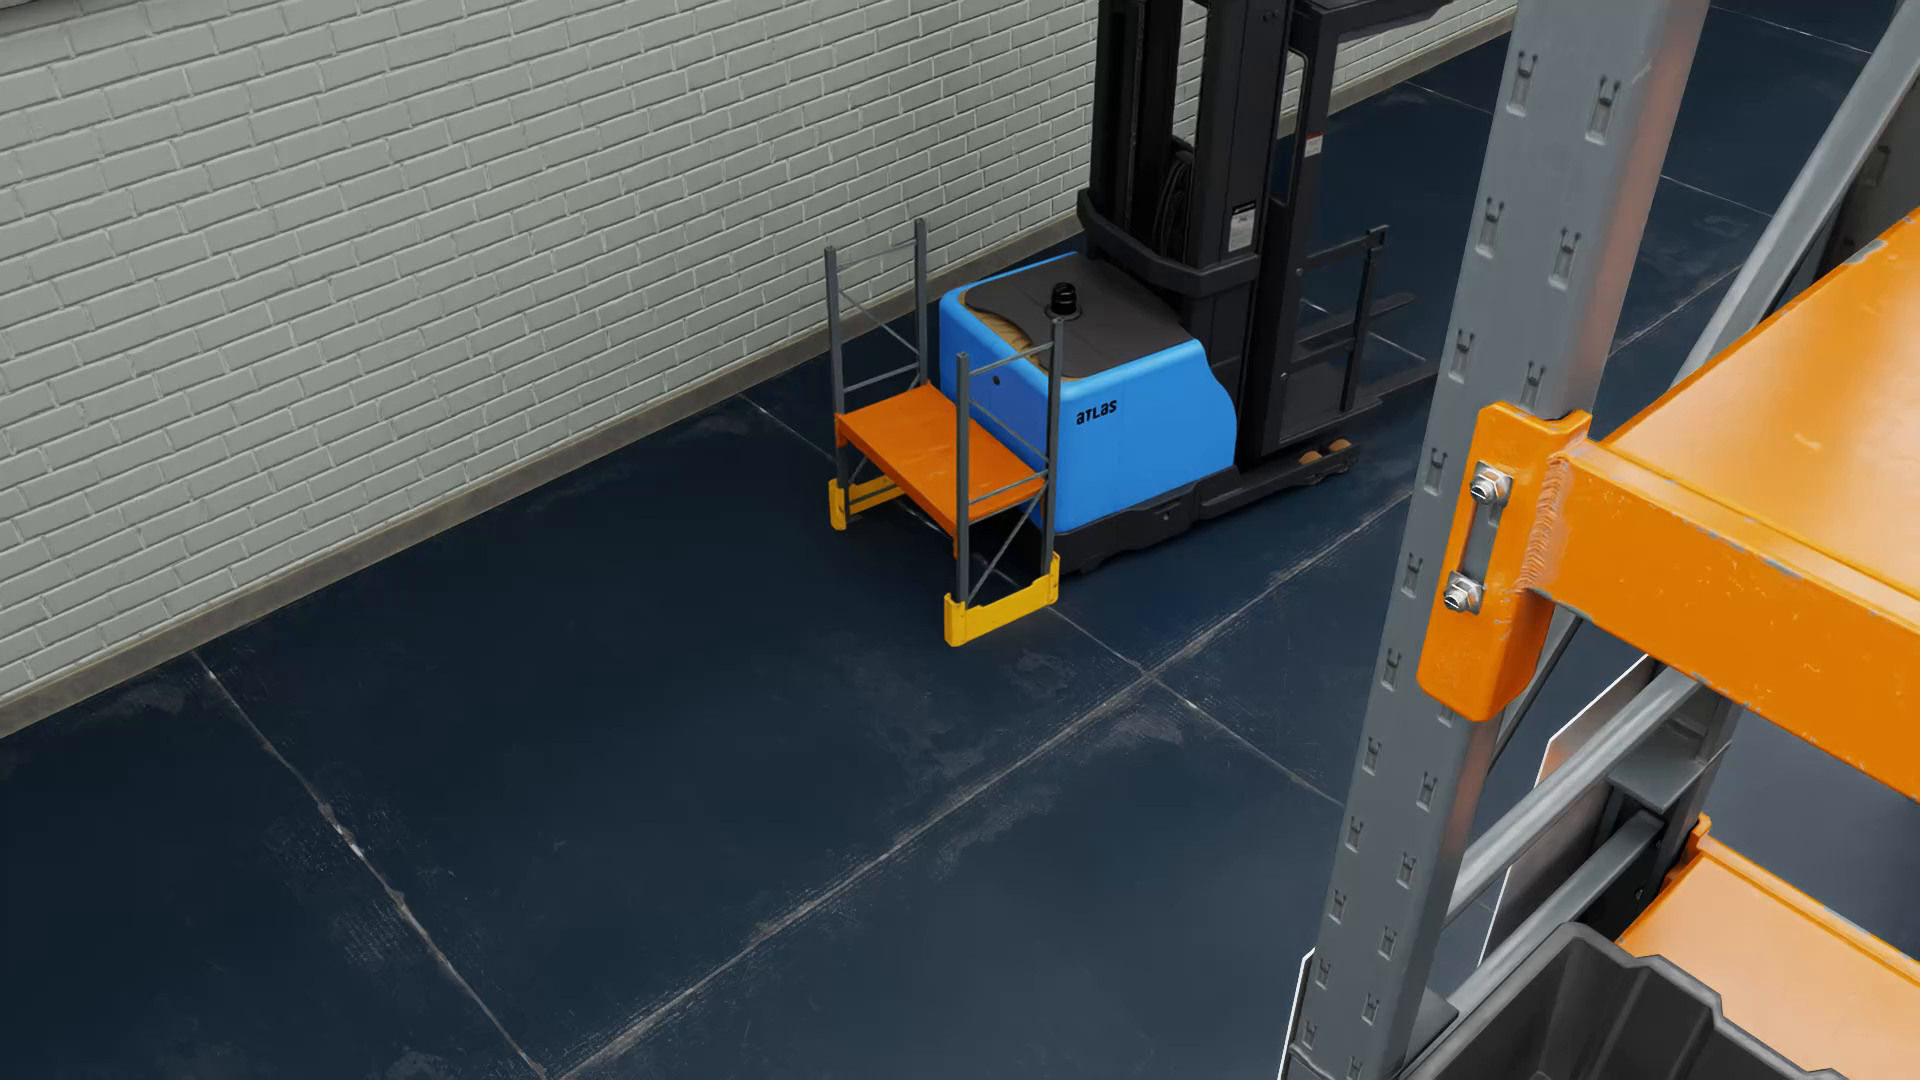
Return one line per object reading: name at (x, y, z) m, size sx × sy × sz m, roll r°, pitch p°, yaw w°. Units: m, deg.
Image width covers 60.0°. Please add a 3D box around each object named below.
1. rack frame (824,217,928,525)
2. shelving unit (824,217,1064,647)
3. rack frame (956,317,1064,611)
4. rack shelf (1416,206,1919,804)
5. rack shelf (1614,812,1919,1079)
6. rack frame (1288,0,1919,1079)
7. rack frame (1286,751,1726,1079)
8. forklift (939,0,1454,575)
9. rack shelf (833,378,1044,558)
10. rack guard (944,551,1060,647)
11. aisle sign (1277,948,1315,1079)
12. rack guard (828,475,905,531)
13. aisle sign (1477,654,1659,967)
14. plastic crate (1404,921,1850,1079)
rack frame at (-0.367, -0.747, 7.689) m, size 0.500 × 1.500 × 0.032 m, roll -23°, pitch 44°, yaw -26°
shelving unit at (-0.089, -0.487, 7.367) m, size 0.587 × 1.500 × 1.083 m, roll -23°, pitch 44°, yaw -26°
rack frame at (0.200, -0.217, 7.033) m, size 0.500 × 1.500 × 0.032 m, roll -23°, pitch 44°, yaw -26°
rack shelf at (2.218, 0.721, 0.794) m, size 1.077 × 0.370 × 4.000 m, roll -30°, pitch 48°, yaw -32°
rack shelf at (2.218, 1.732, 1.611) m, size 1.077 × 0.370 × 4.000 m, roll -30°, pitch 48°, yaw -32°
rack frame at (0.866, -0.640, 1.589) m, size 1.000 × 3.000 × 0.127 m, roll -30°, pitch 48°, yaw -32°
rack frame at (0.866, 1.694, 3.474) m, size 1.000 × 3.000 × 0.127 m, roll -30°, pitch 48°, yaw -32°
forklift at (1.412, -1.676, 7.701) m, size 3.031 × 2.935 × 1.130 m, roll -21°, pitch 44°, yaw -24°
rack shelf at (-0.083, -0.342, 7.474) m, size 0.538 × 0.185 × 1.000 m, roll -23°, pitch 44°, yaw -26°
rack guard at (0.190, 0.259, 7.438) m, size 0.587 × 0.250 × 0.087 m, roll -23°, pitch 44°, yaw -26°
aisle sign at (0.598, 0.775, 2.542) m, size 0.394 × 0.787 × 0.004 m, roll -30°, pitch 48°, yaw -32°
rack guard at (-0.367, -0.260, 8.081) m, size 0.587 × 0.250 × 0.087 m, roll -23°, pitch 44°, yaw -26°
aisle sign at (1.033, 0.524, 2.852) m, size 0.394 × 0.787 × 0.004 m, roll -30°, pitch 48°, yaw -32°
plastic crate at (0.921, 0.874, 2.205) m, size 0.497 × 0.269 × 0.590 m, roll -30°, pitch 48°, yaw -32°
